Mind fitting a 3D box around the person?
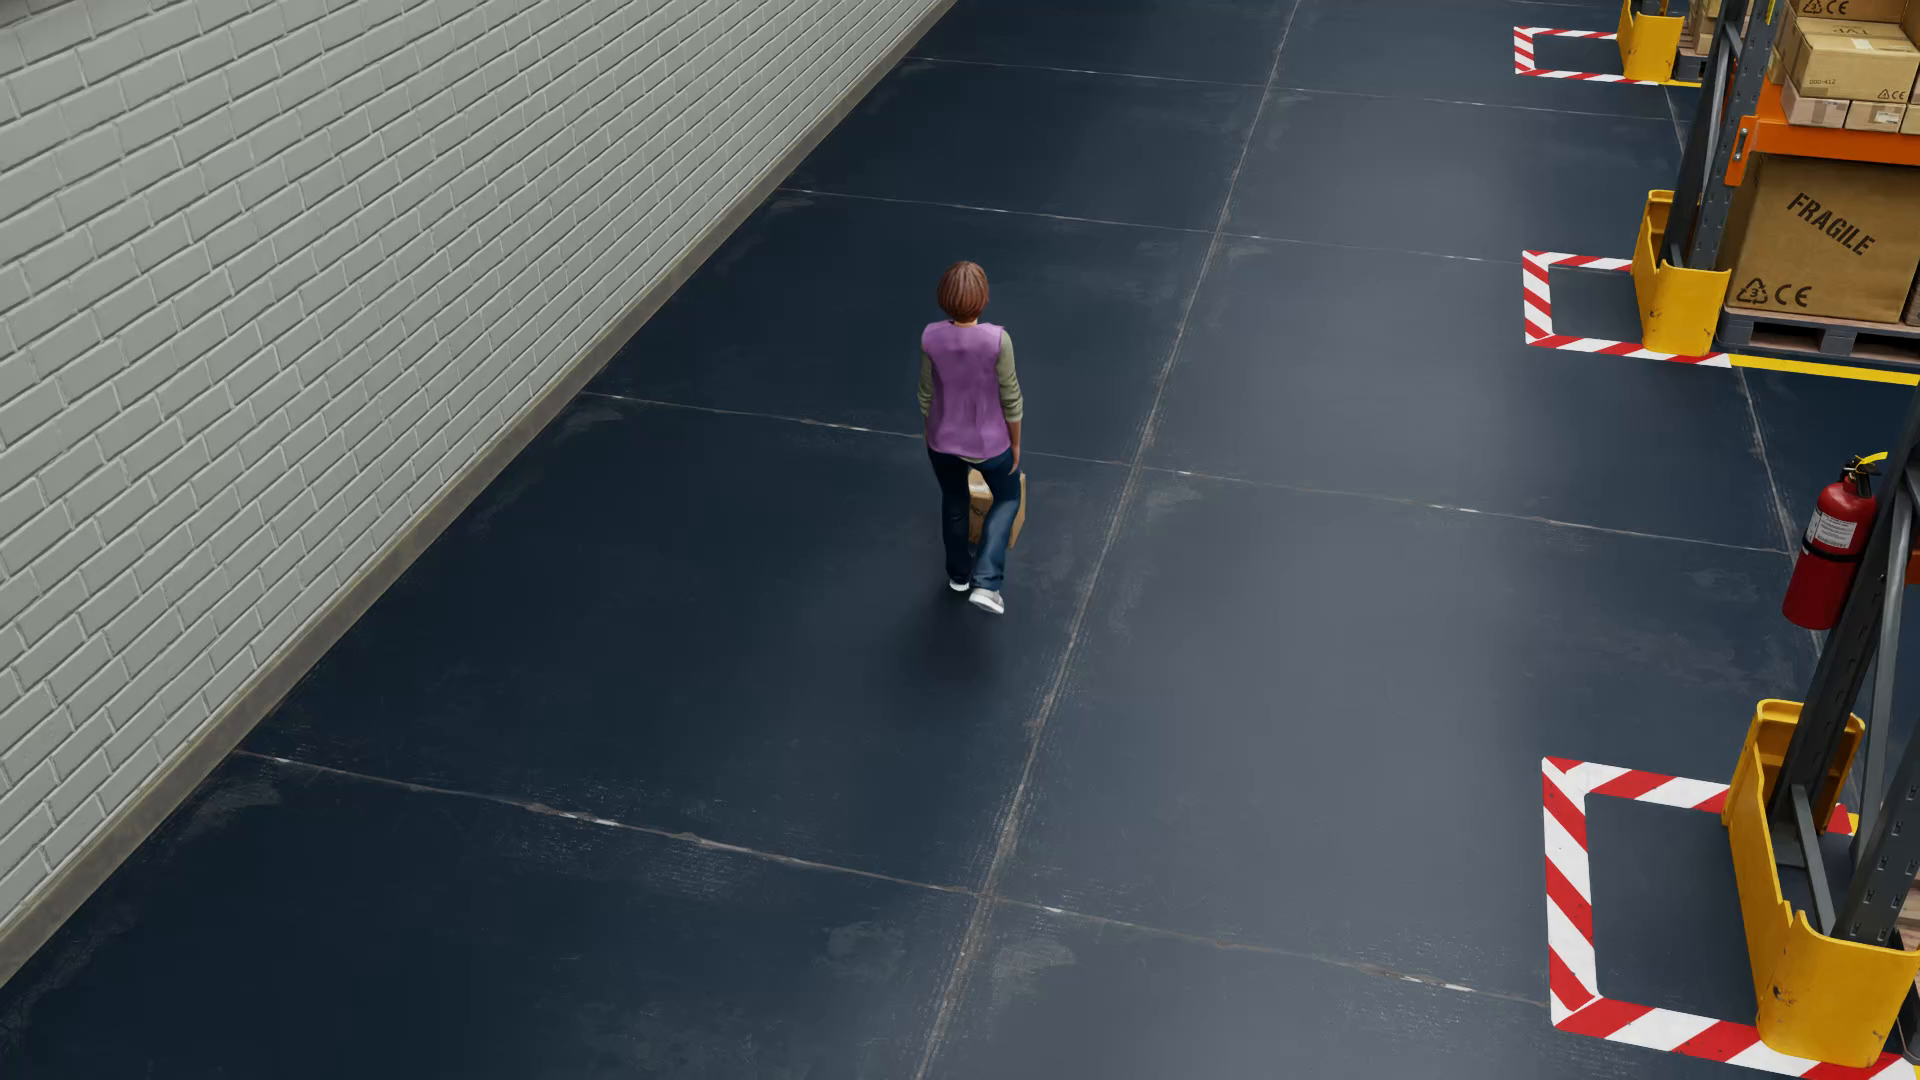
[{"bbox_3d":[0.046,-0.312,6.804,0.436,1.362,0.594,7,34,11],"label":"person"}]
